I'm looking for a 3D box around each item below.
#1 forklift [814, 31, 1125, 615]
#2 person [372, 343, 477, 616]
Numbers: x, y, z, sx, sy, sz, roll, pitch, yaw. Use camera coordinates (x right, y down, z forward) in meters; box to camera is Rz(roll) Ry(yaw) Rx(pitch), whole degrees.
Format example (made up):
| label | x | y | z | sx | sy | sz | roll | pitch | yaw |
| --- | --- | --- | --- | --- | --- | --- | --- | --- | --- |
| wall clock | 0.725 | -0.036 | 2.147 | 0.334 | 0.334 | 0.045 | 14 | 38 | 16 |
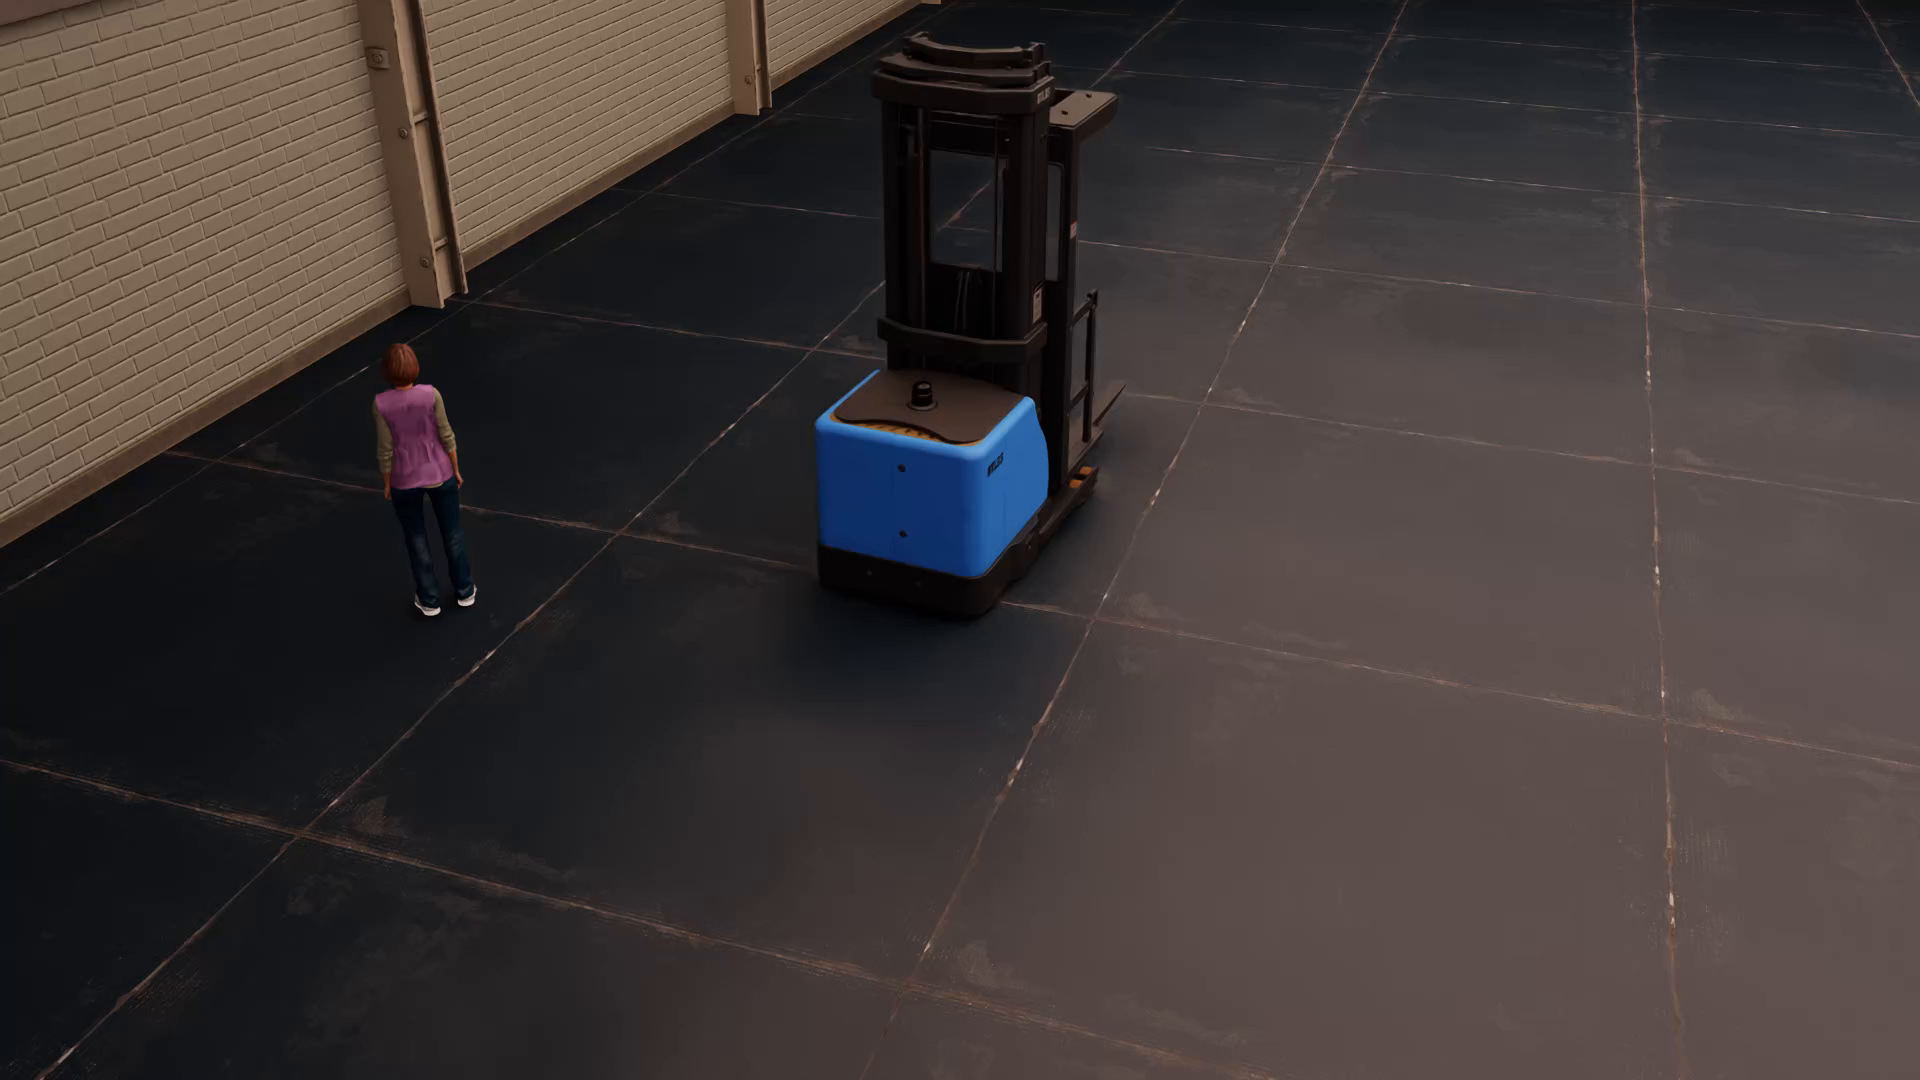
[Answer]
| label | x | y | z | sx | sy | sz | roll | pitch | yaw |
| --- | --- | --- | --- | --- | --- | --- | --- | --- | --- |
| forklift | 0.238 | -1.566 | 9.884 | 1.130 | 2.935 | 3.031 | 12 | 32 | 20 |
| person | -2.933 | -0.324 | 9.065 | 0.422 | 1.588 | 0.319 | -12 | 32 | -21 |
